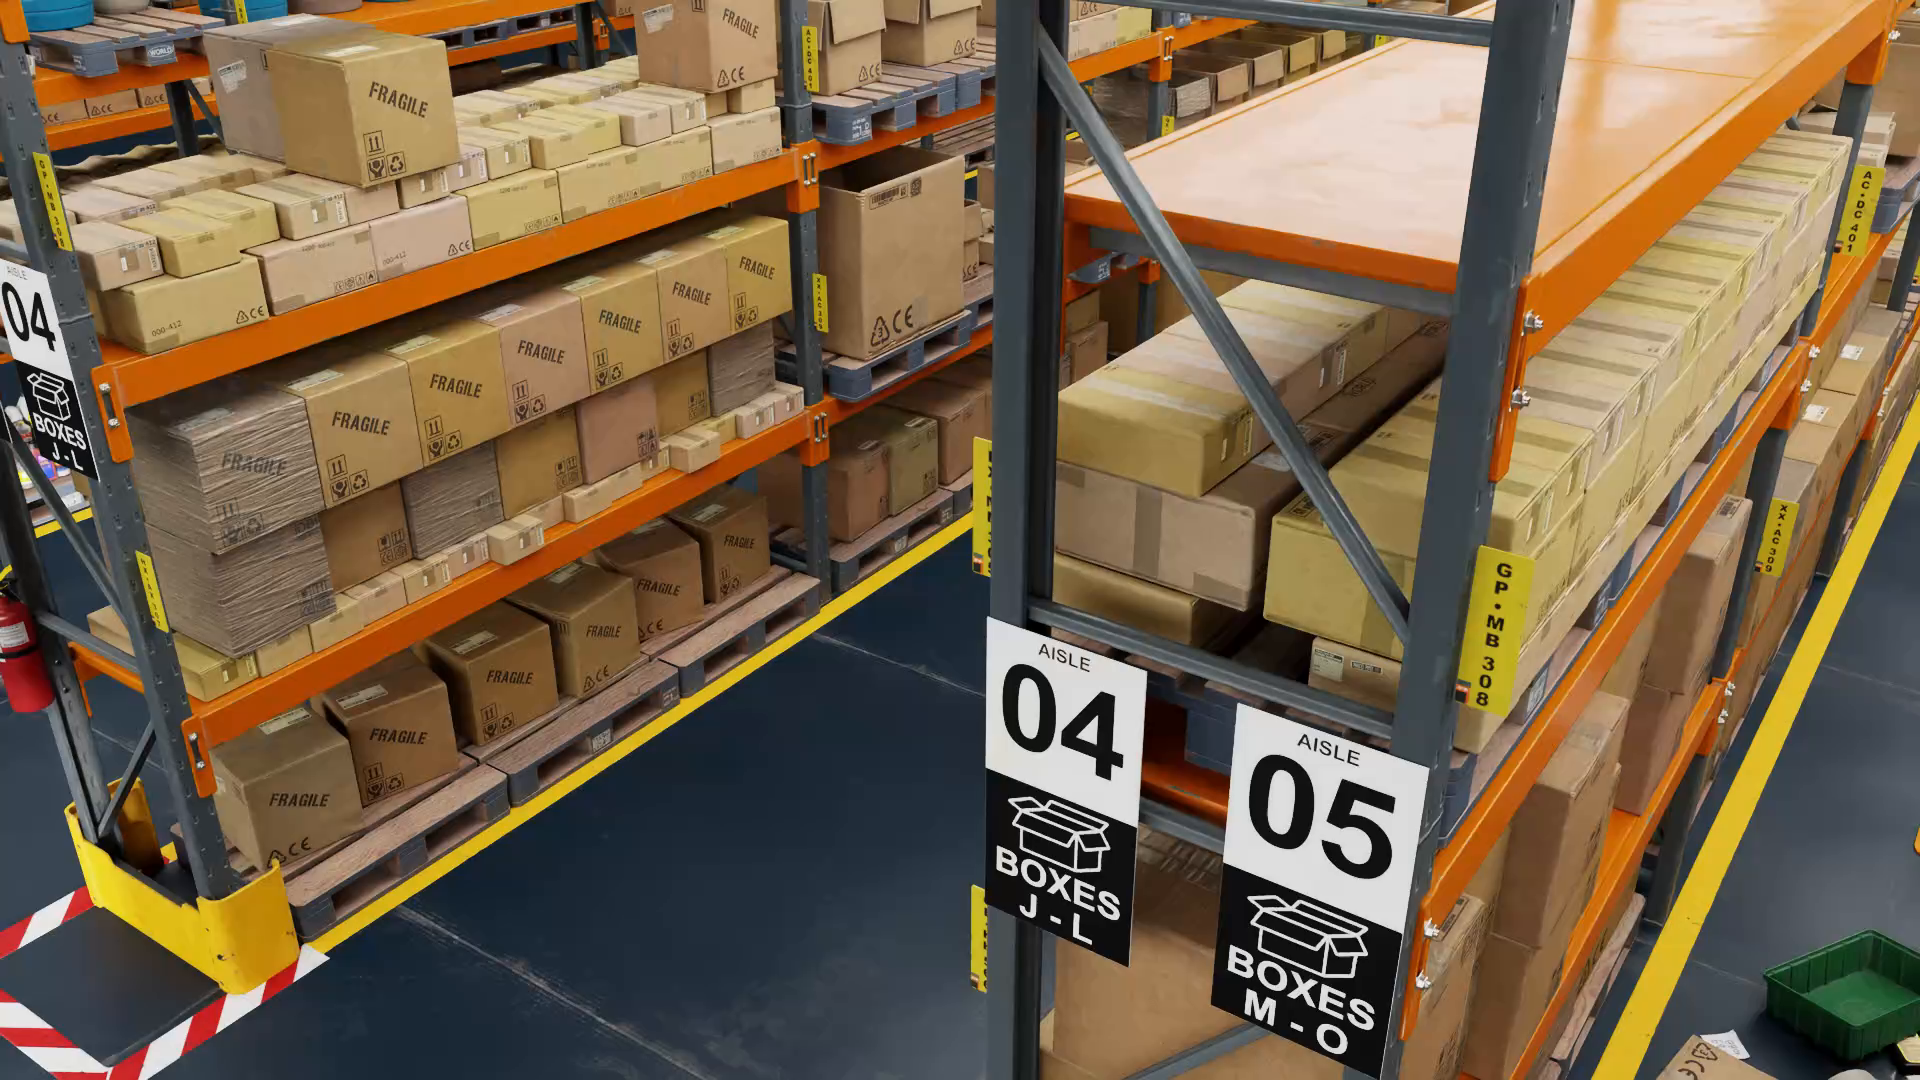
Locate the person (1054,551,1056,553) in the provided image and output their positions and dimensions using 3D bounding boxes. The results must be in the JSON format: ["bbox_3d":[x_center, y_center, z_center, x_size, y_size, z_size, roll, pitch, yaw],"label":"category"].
[{"bbox_3d":[0.478,0.115,8.934,0.344,1.593,0.462,16,32,29],"label":"person"}]
